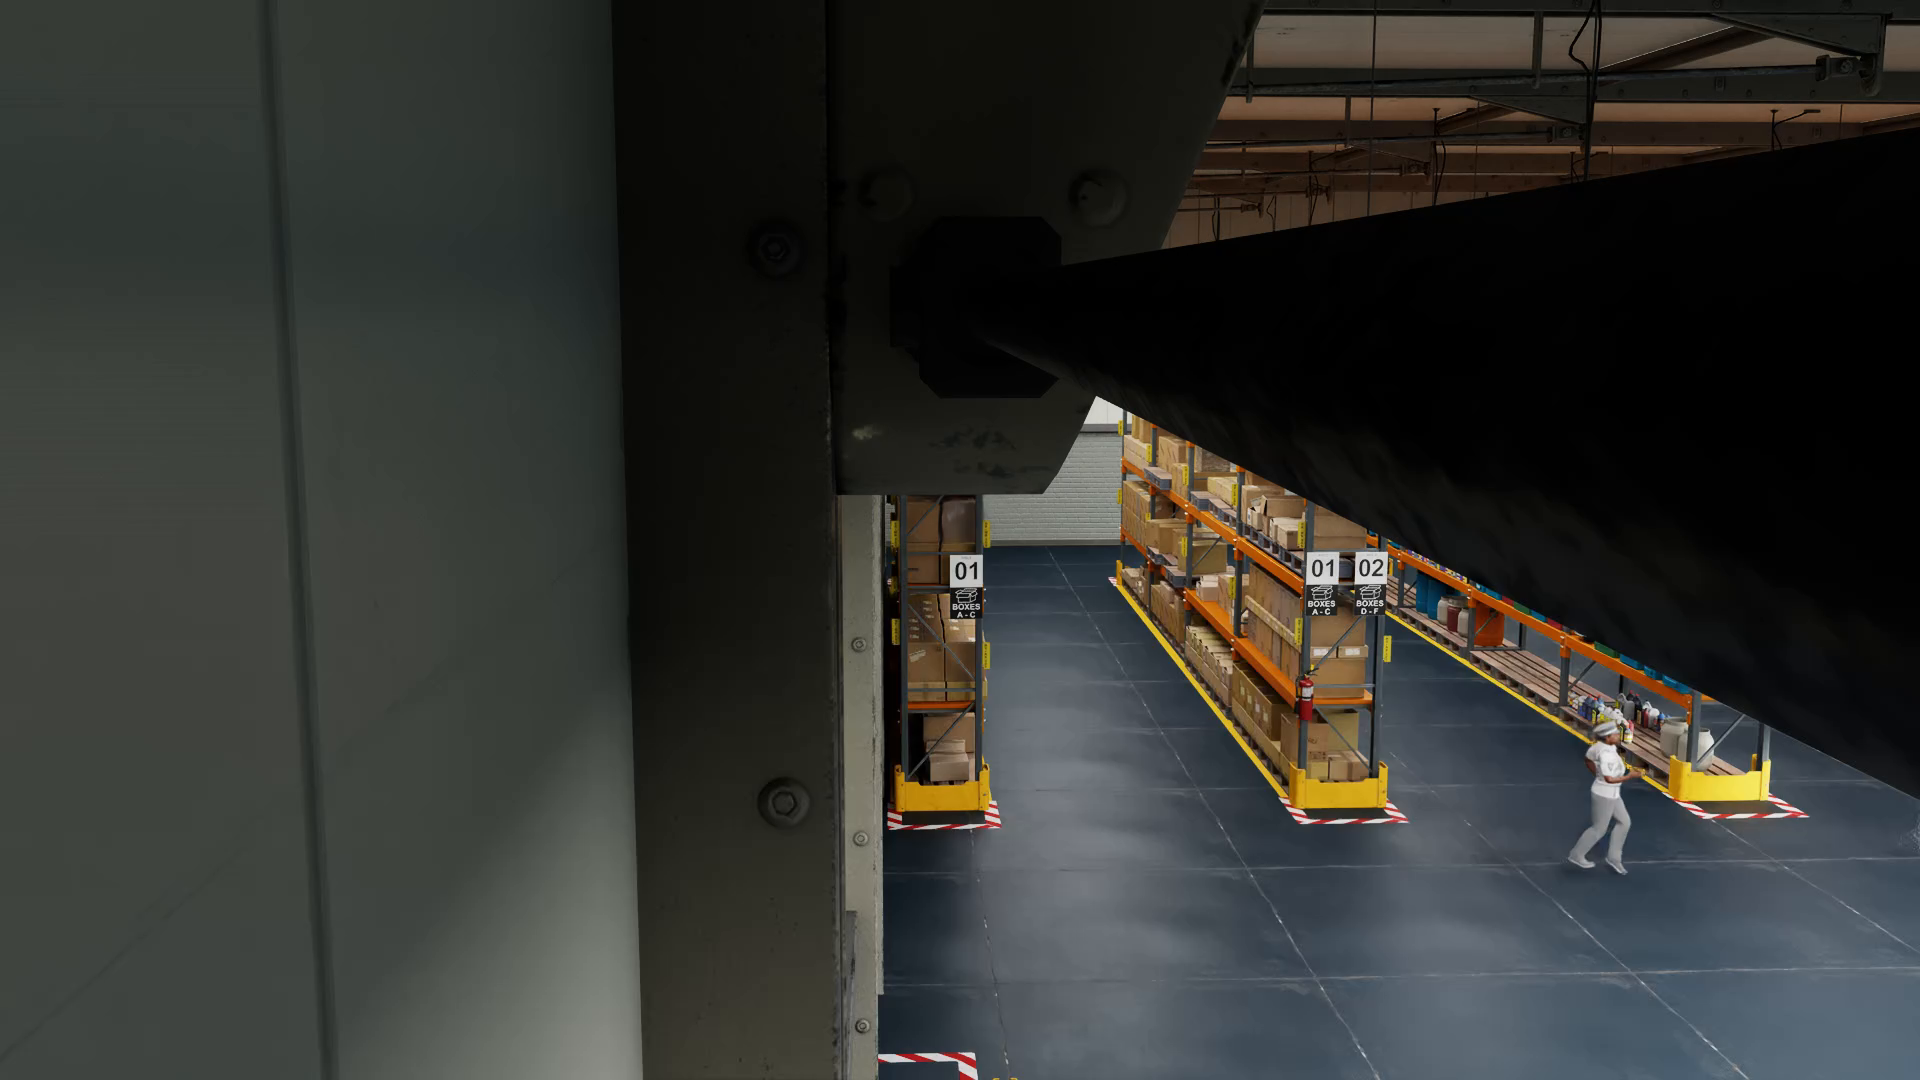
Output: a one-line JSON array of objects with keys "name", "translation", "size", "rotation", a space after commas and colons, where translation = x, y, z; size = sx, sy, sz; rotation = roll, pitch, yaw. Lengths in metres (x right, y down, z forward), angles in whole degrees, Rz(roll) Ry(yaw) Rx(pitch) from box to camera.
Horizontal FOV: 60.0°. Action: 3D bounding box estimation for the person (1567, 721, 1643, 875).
[{"name": "person", "translation": [7.072, 2.829, 18.207], "size": [0.714, 1.757, 0.556], "rotation": [4, 9, 23]}]
